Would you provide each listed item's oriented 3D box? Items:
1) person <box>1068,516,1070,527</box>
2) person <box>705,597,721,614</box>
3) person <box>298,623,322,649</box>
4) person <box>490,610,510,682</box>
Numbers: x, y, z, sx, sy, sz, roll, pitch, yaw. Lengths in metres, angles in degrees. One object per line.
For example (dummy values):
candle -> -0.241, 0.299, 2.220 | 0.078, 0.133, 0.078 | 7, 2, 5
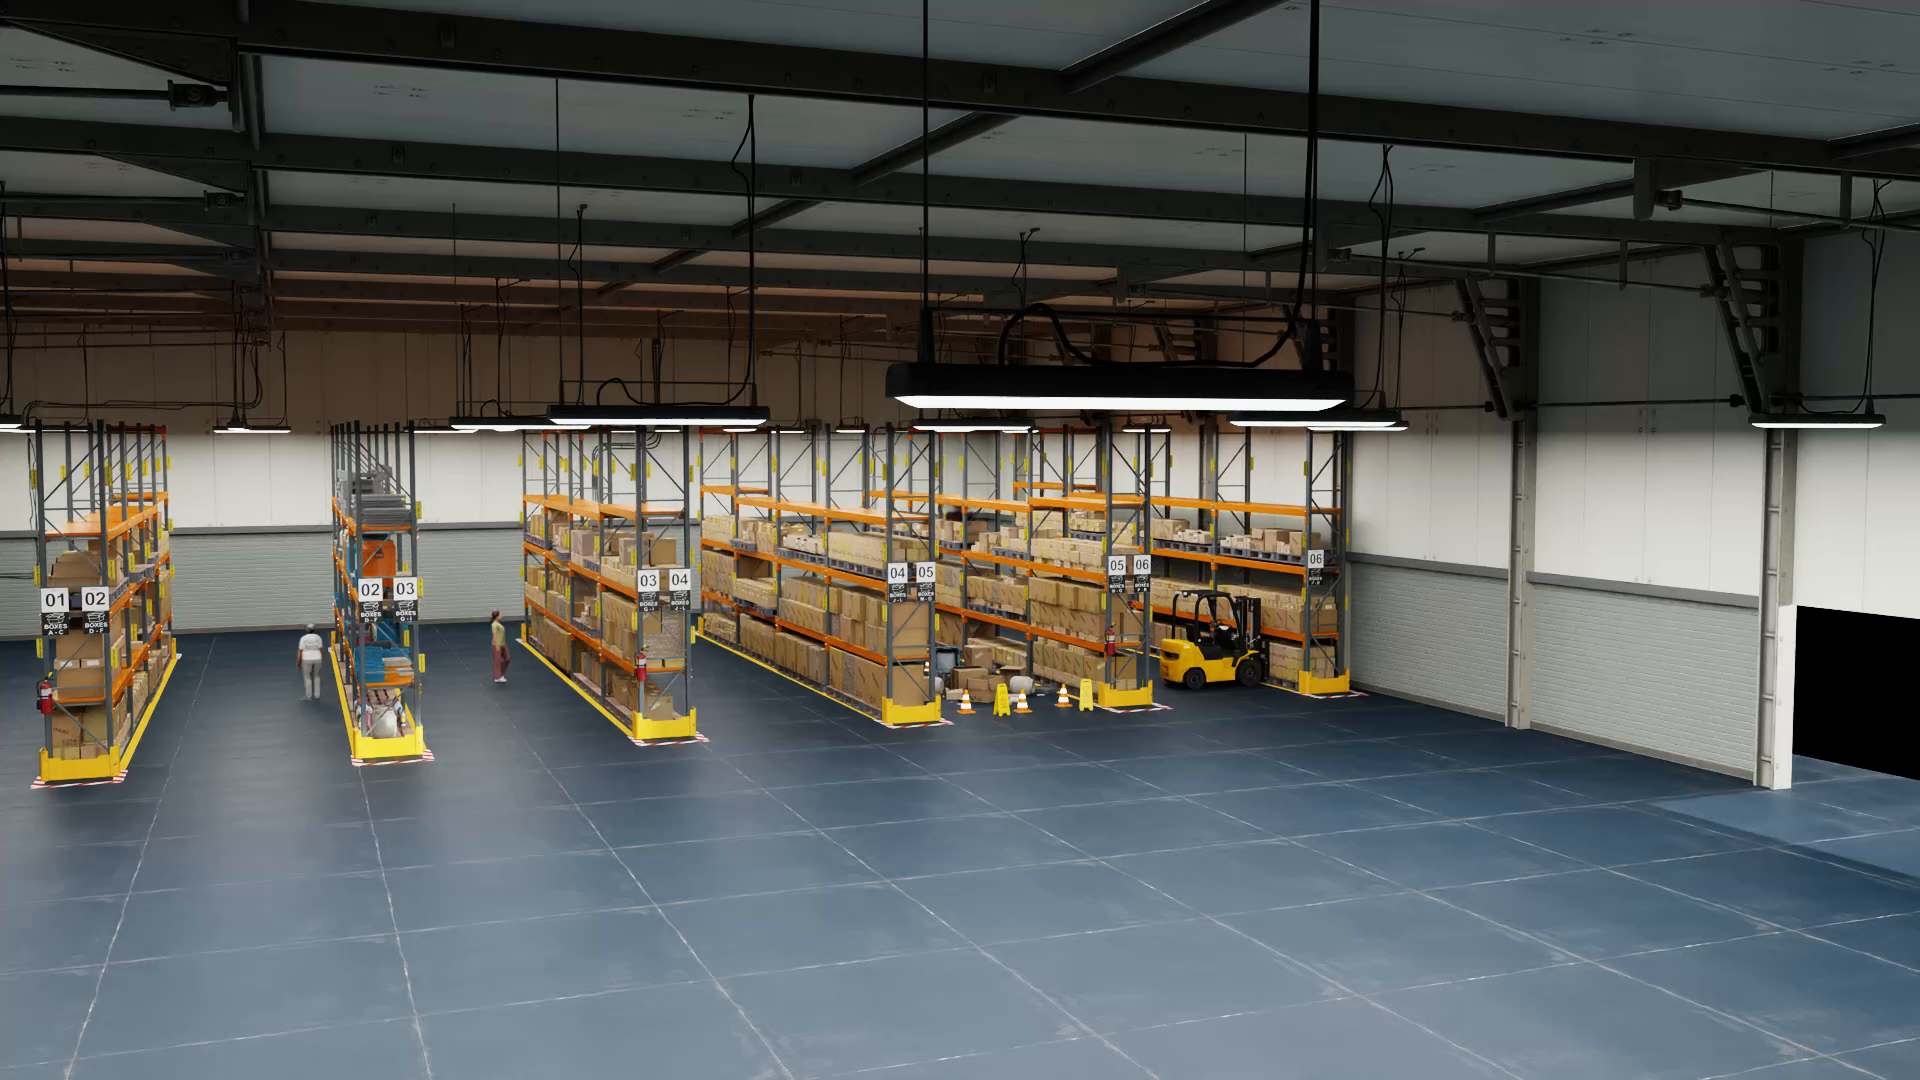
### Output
person -> -7.525, 1.255, 38.449 | 4.103, 2.700, 28.550 | 3, 5, 40
person -> -7.371, 1.724, 49.660 | 0.588, 1.647, 0.392 | -1, 4, -17
person -> -14.090, 2.165, 35.993 | 0.505, 0.723, 0.308 | -3, 5, -44
person -> -10.754, 2.474, 38.808 | 0.420, 1.676, 0.509 | 1, 4, 13
